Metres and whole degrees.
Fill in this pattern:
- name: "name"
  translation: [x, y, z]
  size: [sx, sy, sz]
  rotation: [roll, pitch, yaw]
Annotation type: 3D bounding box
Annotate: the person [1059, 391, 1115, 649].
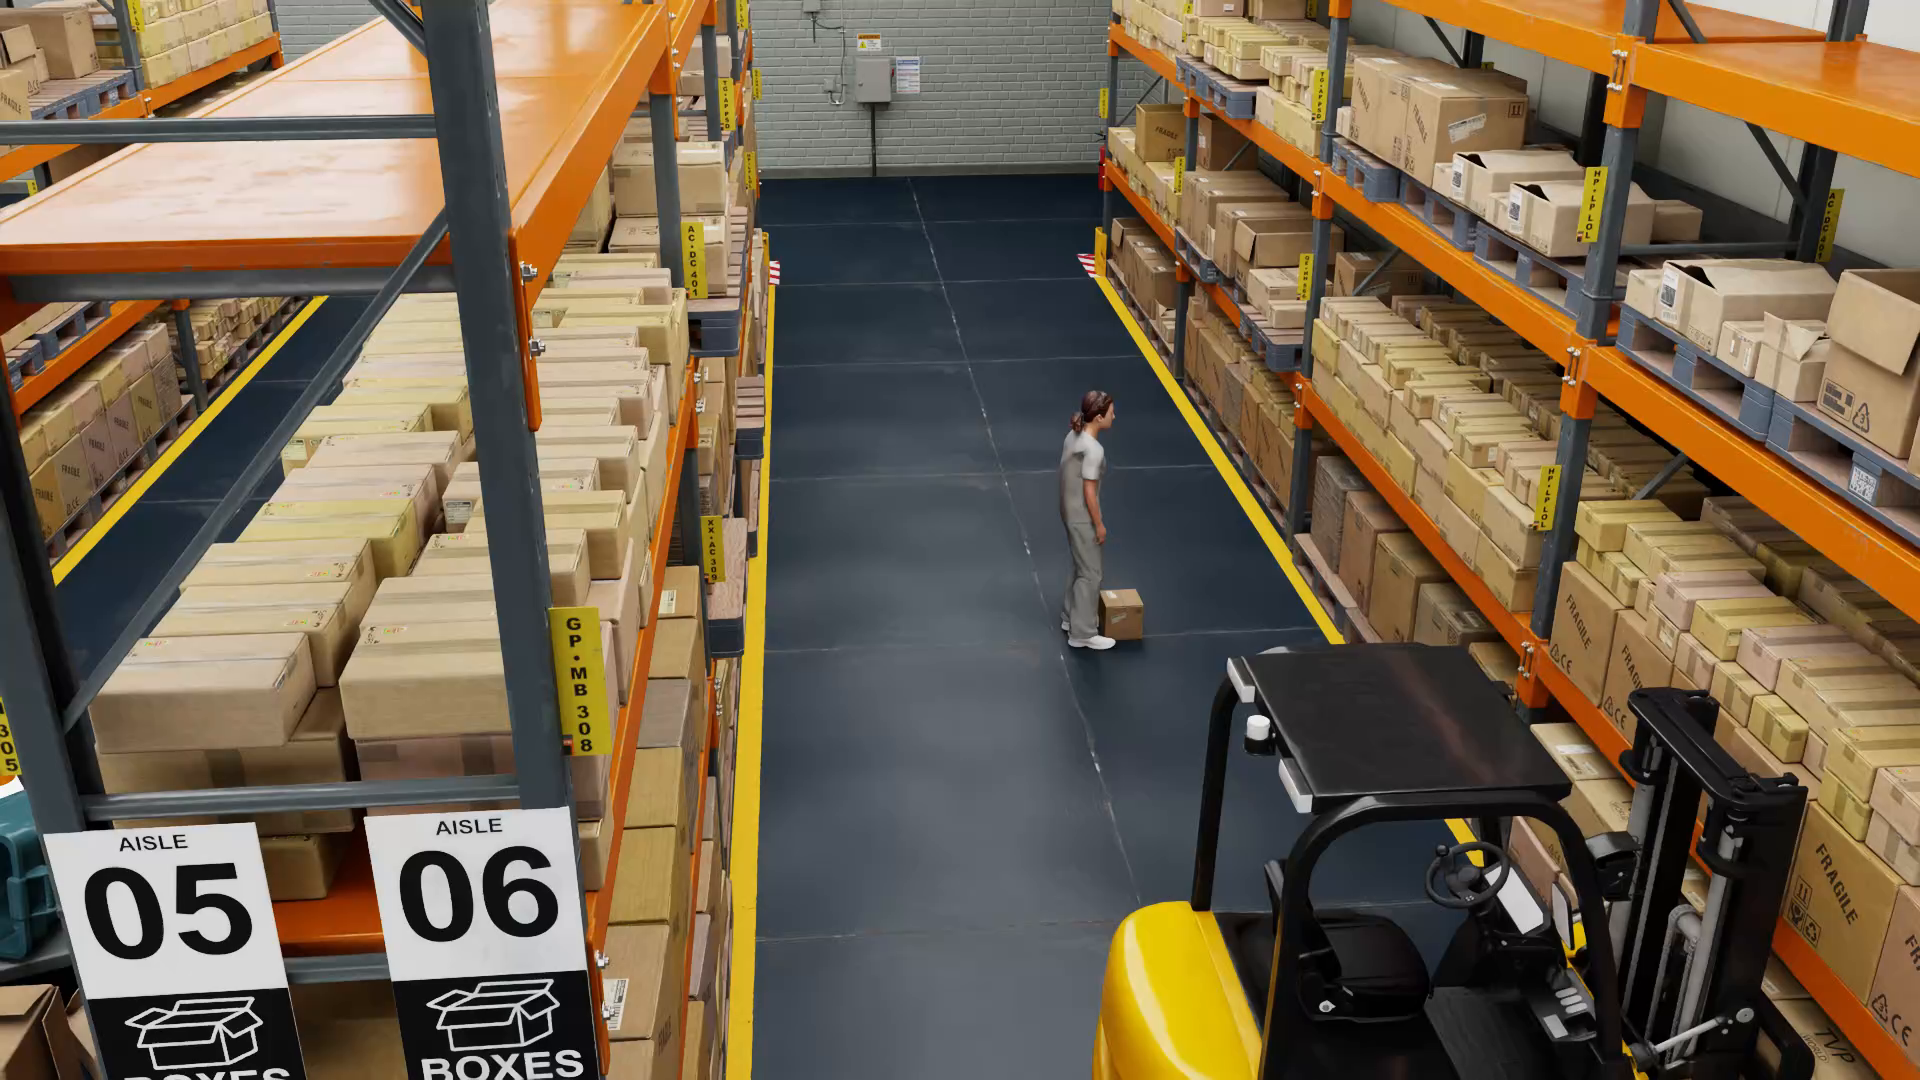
- name: "person"
  translation: [0.813, -0.147, 10.644]
  size: [0.356, 1.673, 0.512]
  rotation: [-3, 24, -7]
